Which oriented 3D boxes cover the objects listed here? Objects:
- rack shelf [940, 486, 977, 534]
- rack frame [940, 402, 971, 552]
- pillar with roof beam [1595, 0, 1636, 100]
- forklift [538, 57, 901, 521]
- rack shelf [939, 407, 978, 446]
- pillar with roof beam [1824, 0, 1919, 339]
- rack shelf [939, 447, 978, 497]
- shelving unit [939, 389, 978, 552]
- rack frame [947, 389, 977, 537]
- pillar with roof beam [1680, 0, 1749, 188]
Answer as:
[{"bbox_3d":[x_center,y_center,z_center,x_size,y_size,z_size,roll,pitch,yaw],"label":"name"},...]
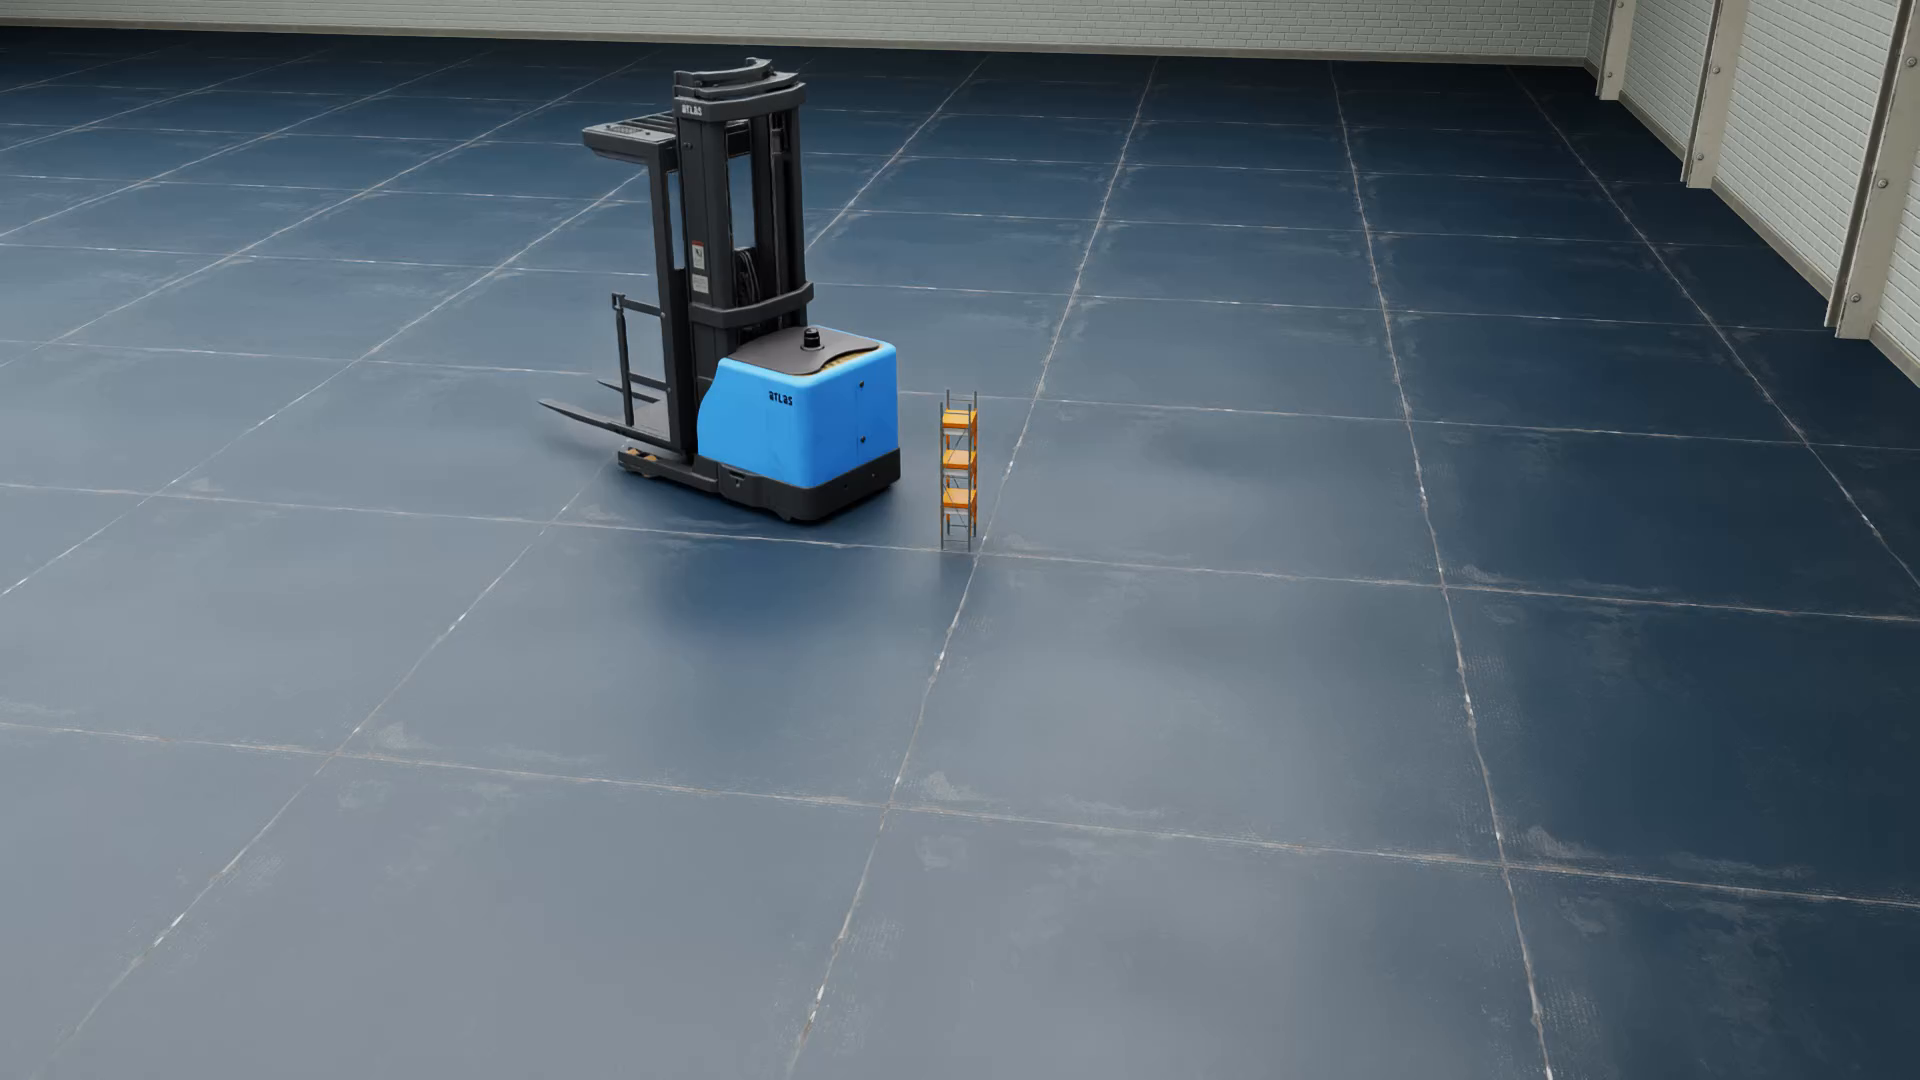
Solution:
[{"bbox_3d":[-0.009,-0.192,11.102,0.215,0.259,0.240,4,25,9],"label":"rack shelf"},{"bbox_3d":[-0.029,-0.402,10.871,0.200,1.050,0.008,4,25,9],"label":"rack frame"},{"bbox_3d":[5.910,-11.312,24.802,9.100,9.000,0.400,4,25,9],"label":"pillar with roof beam"},{"bbox_3d":[-1.910,-1.941,11.940,3.031,2.935,1.130,18,30,33],"label":"forklift"},{"bbox_3d":[-0.009,-0.701,10.864,0.215,0.259,0.240,4,25,9],"label":"rack shelf"},{"bbox_3d":[3.949,-6.293,14.080,9.100,9.000,0.400,4,25,9],"label":"pillar with roof beam"},{"bbox_3d":[-0.009,-0.444,10.984,0.215,0.259,0.240,4,25,9],"label":"rack shelf"},{"bbox_3d":[-0.009,-0.453,10.980,0.215,1.050,0.252,4,25,9],"label":"shelving unit"},{"bbox_3d":[0.011,-0.504,11.089,0.200,1.050,0.008,4,25,9],"label":"rack frame"},{"bbox_3d":[4.929,-8.802,19.441,9.100,9.000,0.400,4,25,9],"label":"pillar with roof beam"}]
